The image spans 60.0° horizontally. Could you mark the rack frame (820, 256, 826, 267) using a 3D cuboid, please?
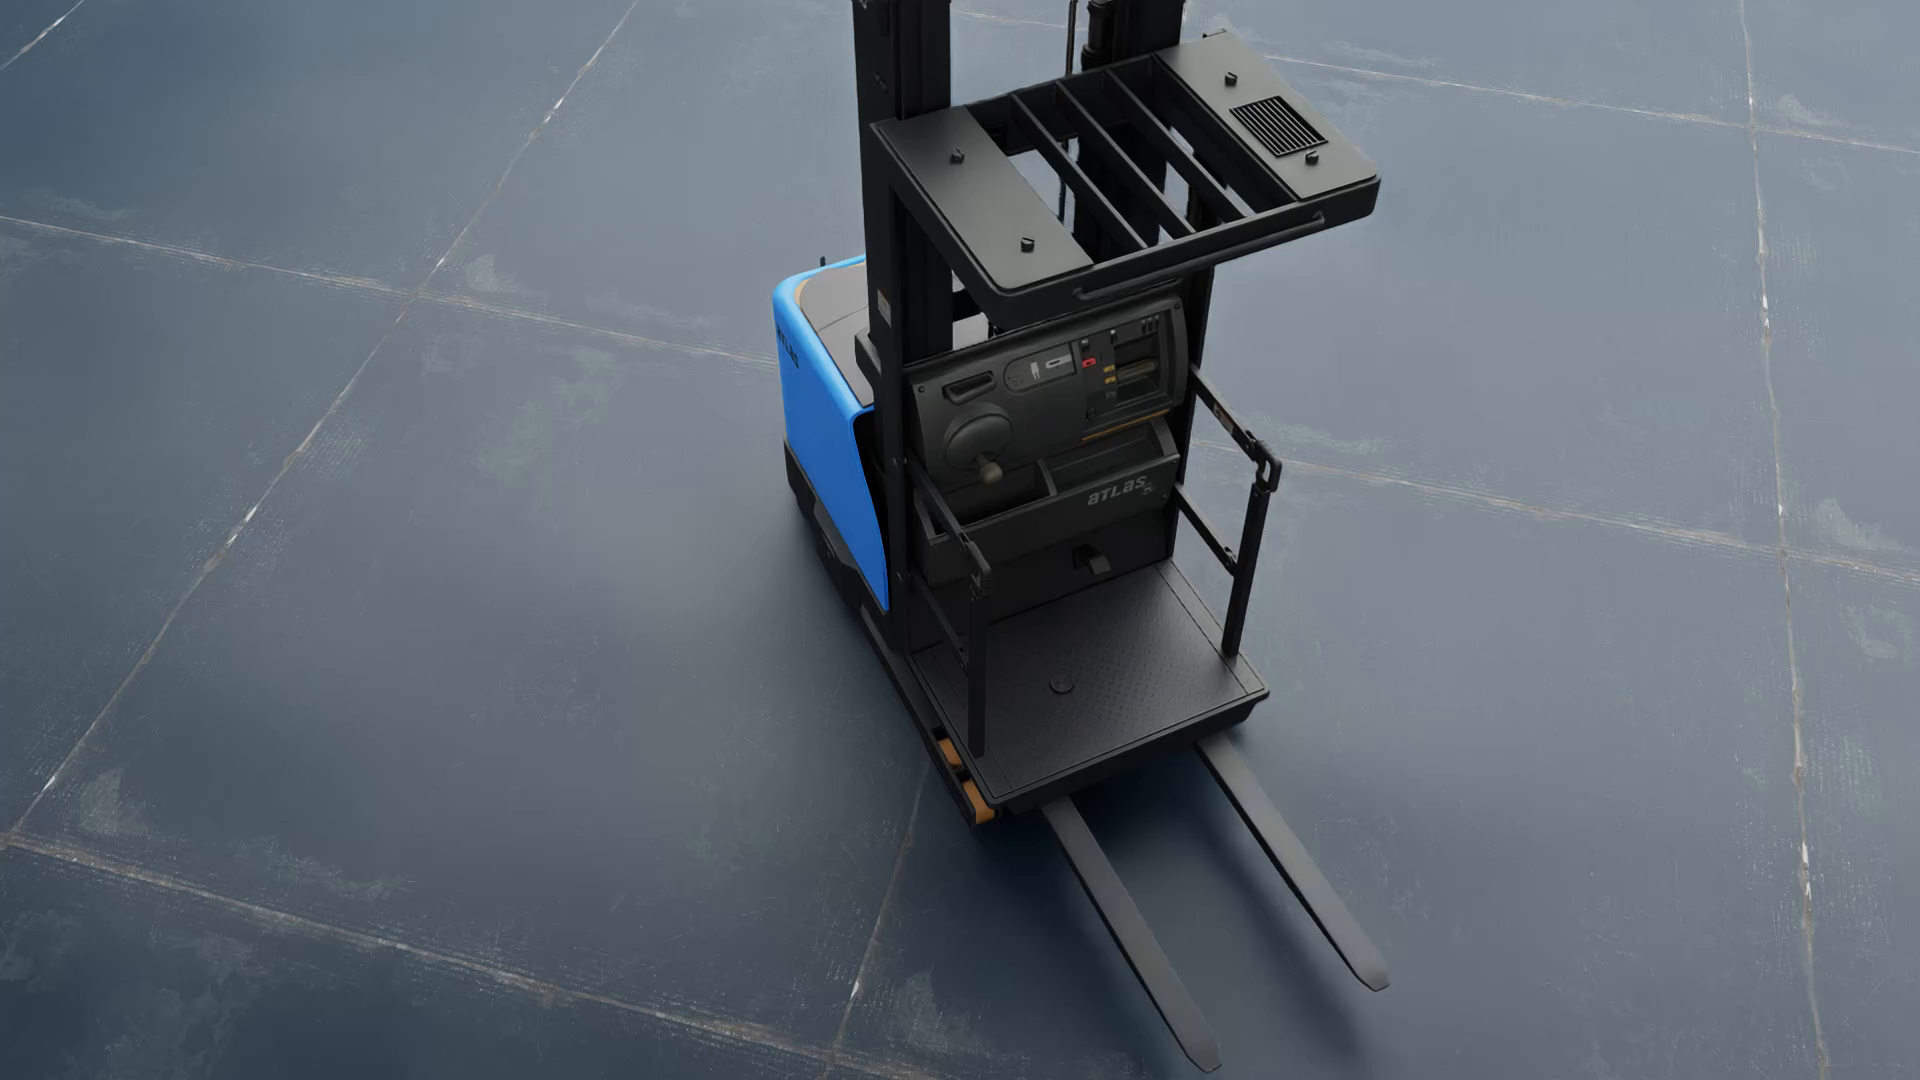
[{"bbox_3d":[-0.433,-0.833,6.804,0.240,0.900,0.006,-20,51,-17],"label":"rack frame"}]

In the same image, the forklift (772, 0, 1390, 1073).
[{"bbox_3d":[0.385,-0.362,5.034,1.130,2.935,3.031,-20,51,-17],"label":"forklift"}]

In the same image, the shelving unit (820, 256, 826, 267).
[{"bbox_3d":[-0.389,-0.764,6.743,0.258,0.900,0.210,-20,51,-17],"label":"shelving unit"}]
